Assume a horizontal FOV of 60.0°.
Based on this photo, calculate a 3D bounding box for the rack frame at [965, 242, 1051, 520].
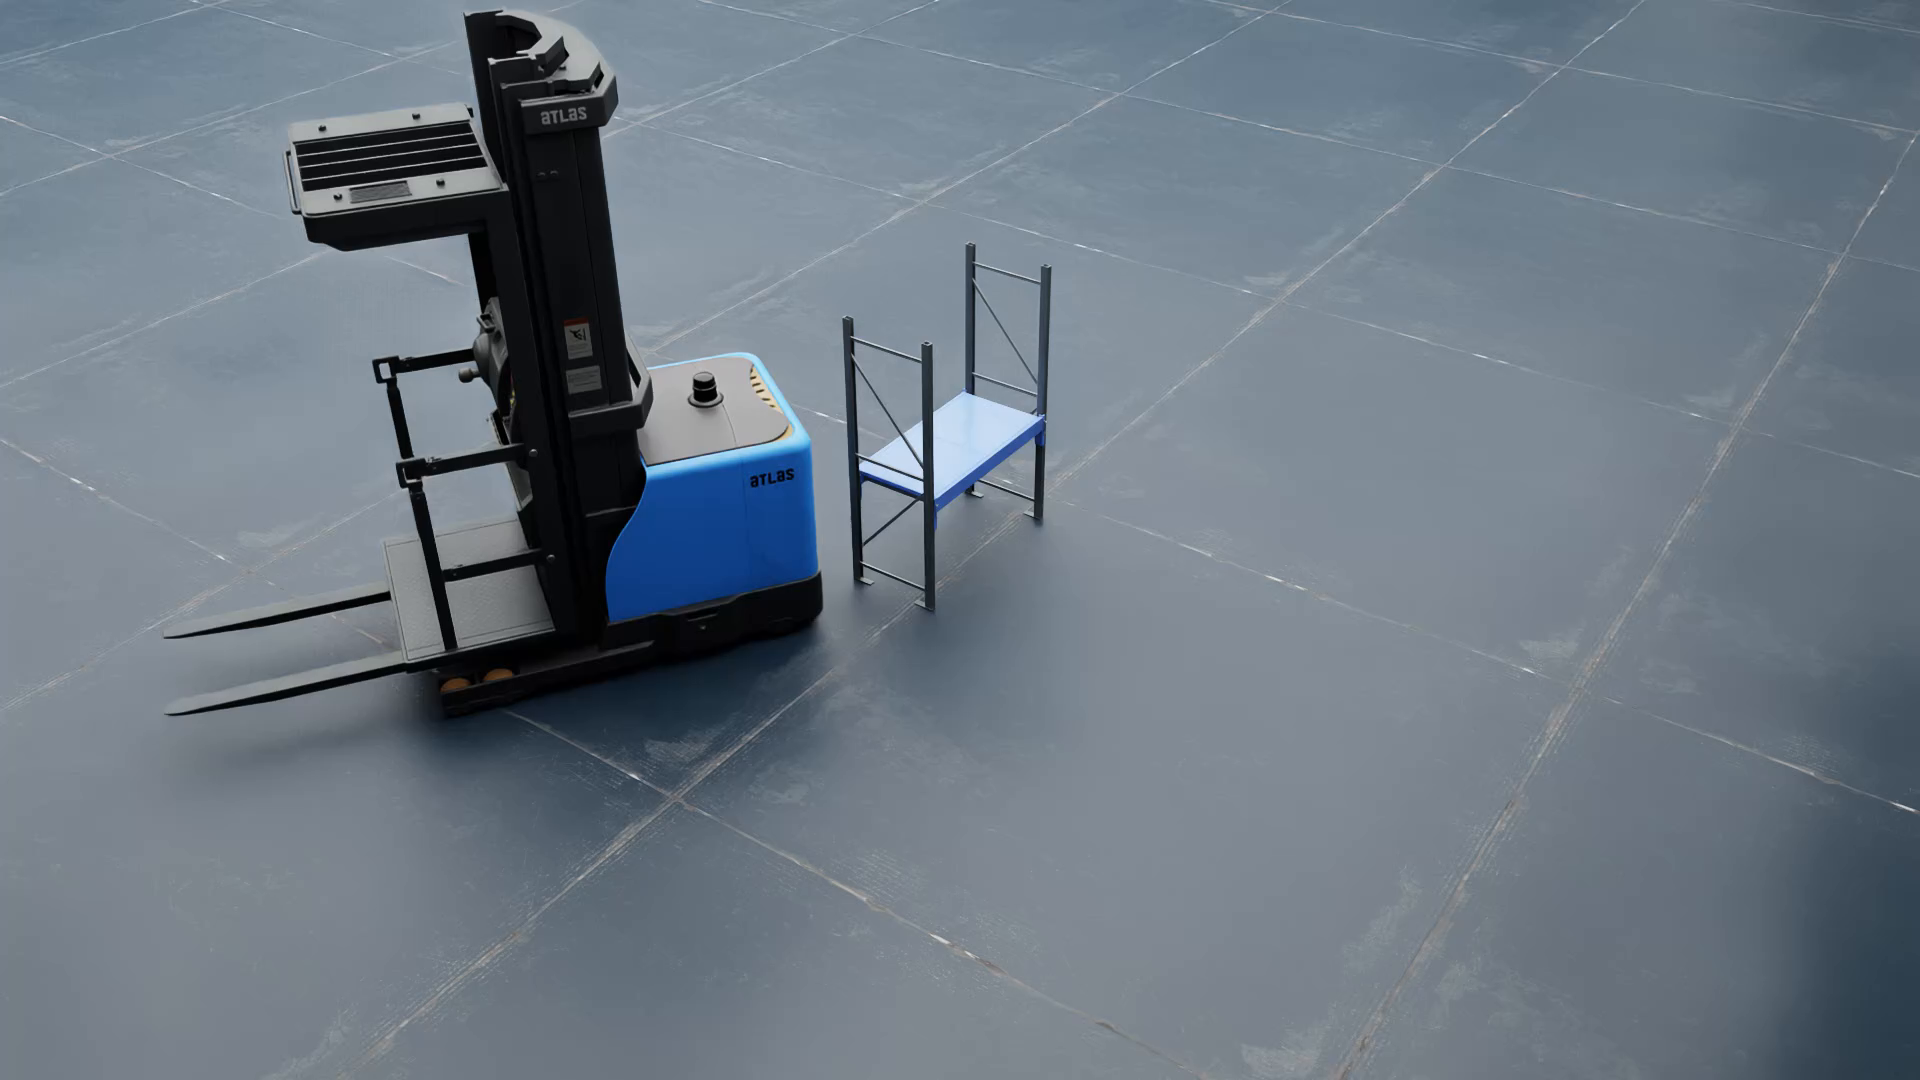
[{"bbox_3d":[0.241,-0.816,8.793,0.500,1.500,0.032,21,39,28],"label":"rack frame"}]

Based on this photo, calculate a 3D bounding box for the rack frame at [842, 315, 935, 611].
[{"bbox_3d":[-0.338,-0.348,8.101,0.500,1.500,0.032,21,39,28],"label":"rack frame"}]

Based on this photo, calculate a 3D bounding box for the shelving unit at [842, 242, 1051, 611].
[{"bbox_3d":[-0.049,-0.582,8.447,0.538,1.500,1.048,21,39,28],"label":"shelving unit"}]

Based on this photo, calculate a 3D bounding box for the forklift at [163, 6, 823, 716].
[{"bbox_3d":[-2.252,-0.741,7.404,3.031,2.935,1.130,-13,36,-18],"label":"forklift"}]

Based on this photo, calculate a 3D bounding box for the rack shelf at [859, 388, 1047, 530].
[{"bbox_3d":[-0.049,-0.433,8.548,0.538,0.185,1.000,21,39,28],"label":"rack shelf"}]
